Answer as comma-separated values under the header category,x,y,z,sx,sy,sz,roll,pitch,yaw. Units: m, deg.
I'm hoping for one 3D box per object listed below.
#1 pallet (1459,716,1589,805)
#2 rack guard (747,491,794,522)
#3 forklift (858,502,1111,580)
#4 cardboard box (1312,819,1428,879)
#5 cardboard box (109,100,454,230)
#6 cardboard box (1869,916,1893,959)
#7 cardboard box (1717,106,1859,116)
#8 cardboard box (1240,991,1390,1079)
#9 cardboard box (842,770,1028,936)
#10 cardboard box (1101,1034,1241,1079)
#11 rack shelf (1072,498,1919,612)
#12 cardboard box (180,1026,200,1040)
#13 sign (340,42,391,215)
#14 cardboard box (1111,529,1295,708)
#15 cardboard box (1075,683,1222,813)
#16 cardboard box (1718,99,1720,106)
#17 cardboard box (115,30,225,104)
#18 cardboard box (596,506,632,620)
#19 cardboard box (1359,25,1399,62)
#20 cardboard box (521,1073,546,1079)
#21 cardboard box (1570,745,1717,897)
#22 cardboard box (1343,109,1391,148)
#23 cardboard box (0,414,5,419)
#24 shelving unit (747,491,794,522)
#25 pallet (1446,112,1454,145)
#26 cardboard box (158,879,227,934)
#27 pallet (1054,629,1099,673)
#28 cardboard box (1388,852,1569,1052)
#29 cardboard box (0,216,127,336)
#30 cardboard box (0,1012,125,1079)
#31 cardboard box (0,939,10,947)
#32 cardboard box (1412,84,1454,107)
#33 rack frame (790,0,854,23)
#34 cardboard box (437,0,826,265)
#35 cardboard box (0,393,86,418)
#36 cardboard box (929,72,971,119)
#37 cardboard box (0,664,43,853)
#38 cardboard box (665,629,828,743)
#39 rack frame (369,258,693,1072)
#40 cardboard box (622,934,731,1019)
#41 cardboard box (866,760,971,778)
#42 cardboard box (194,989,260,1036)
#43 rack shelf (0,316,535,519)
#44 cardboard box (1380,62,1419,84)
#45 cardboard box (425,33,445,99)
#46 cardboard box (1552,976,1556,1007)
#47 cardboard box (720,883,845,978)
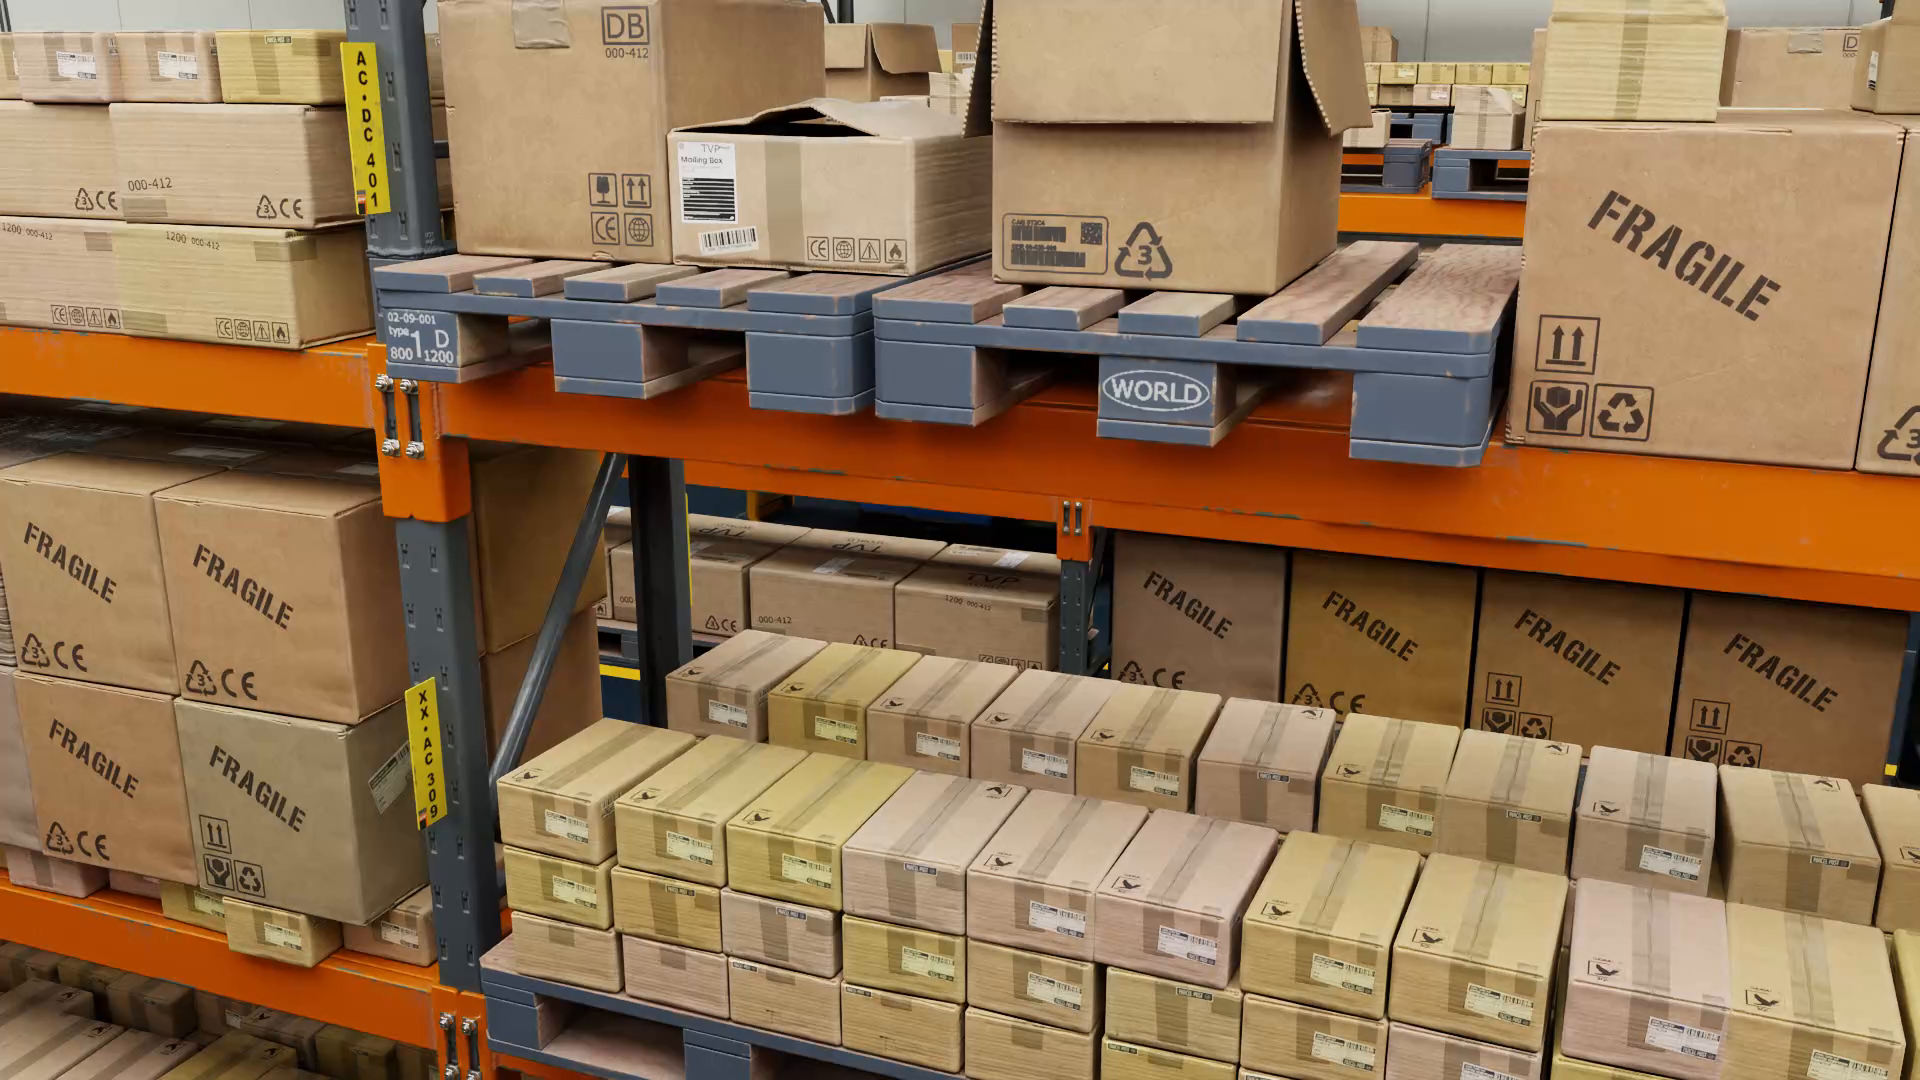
category,x,y,z,sx,sy,sz,roll,pitch,yaw
pallet,2.635,0.970,8.455,1.213,0.211,1.003,6,17,21
rack guard,-1.458,-0.316,12.814,0.087,0.250,0.587,7,18,24
forklift,0.834,-1.285,11.342,3.031,2.935,1.130,7,18,24
cardboard box,0.923,0.667,3.661,0.250,0.149,0.380,7,18,23
cardboard box,-1.494,-0.849,3.710,0.500,0.250,0.500,5,17,18
cardboard box,1.871,0.771,3.301,0.250,0.149,0.380,6,17,19
cardboard box,1.381,-0.565,3.180,0.500,0.500,0.500,6,17,21
cardboard box,0.682,0.836,3.077,0.250,0.149,0.380,6,17,20
cardboard box,-0.043,0.614,3.310,0.250,0.149,0.380,6,17,20
cardboard box,0.443,0.952,3.213,0.250,0.149,0.380,6,17,20
rack shelf,2.611,-0.003,8.095,4.000,0.370,1.077,6,17,21
cardboard box,-2.408,1.522,5.376,0.250,0.149,0.380,6,17,20
sign,-1.163,-0.806,3.264,0.005,0.325,0.100,6,17,21
cardboard box,1.357,0.308,8.790,0.875,0.875,0.875,7,18,22
cardboard box,0.435,0.472,3.799,0.250,0.149,0.380,6,17,19
cardboard box,3.062,-1.772,7.004,0.258,0.266,0.396,6,17,19
cardboard box,-1.613,-1.045,3.669,0.250,0.149,0.380,7,18,22
cardboard box,-2.319,0.108,10.264,0.875,0.438,0.875,6,17,19
cardboard box,3.137,-3.720,12.470,0.258,0.266,0.396,6,17,21
cardboard box,-1.216,1.534,4.804,0.250,0.149,0.380,7,18,23
cardboard box,1.415,0.578,3.431,0.250,0.149,0.380,7,18,23
cardboard box,1.800,-1.863,7.496,0.250,0.166,0.380,5,17,17
cardboard box,-2.949,-0.064,4.509,0.500,0.500,0.500,6,17,19
shelving unit,-1.005,-0.858,12.440,1.083,1.500,0.587,7,18,24
pallet,4.116,-3.001,12.088,1.003,0.211,1.213,6,17,21
cardboard box,-1.829,0.852,4.309,0.250,0.149,0.380,7,18,23
pallet,0.072,0.688,9.426,1.213,0.211,1.003,6,17,21
cardboard box,0.923,0.719,2.946,0.250,0.149,0.380,7,18,23
cardboard box,-1.987,-0.662,3.962,0.500,0.250,0.500,6,17,20
cardboard box,-2.638,1.539,4.784,0.250,0.149,0.380,6,17,19
cardboard box,-3.119,1.292,5.636,0.250,0.149,0.380,7,18,23
cardboard box,3.404,-3.193,11.929,0.250,0.149,0.380,7,17,21
rack frame,-1.152,-5.131,13.708,0.127,3.000,1.000,6,17,21
cardboard box,-0.659,-0.882,3.519,0.500,0.500,0.700,6,17,21
cardboard box,-2.724,-0.201,4.980,0.500,0.500,0.500,6,17,19
cardboard box,0.039,-2.161,8.166,0.258,0.266,0.396,7,18,22
cardboard box,-2.470,0.469,4.464,0.500,0.500,0.500,6,17,20
cardboard box,-0.526,0.365,4.168,0.250,0.149,0.380,7,18,23
rack frame,-0.971,0.741,4.241,0.127,3.000,1.000,6,17,21
cardboard box,-0.514,0.846,3.576,0.250,0.149,0.380,7,17,22
cardboard box,-0.054,0.559,4.031,0.250,0.149,0.380,7,18,23
cardboard box,-2.161,1.409,5.233,0.250,0.149,0.380,7,17,22
rack shelf,-2.832,-0.559,4.628,4.000,0.370,1.077,6,17,21
cardboard box,3.180,-3.363,11.983,0.250,0.149,0.380,6,17,20
cardboard box,-1.153,-1.152,4.038,0.250,0.149,0.380,6,17,20
cardboard box,1.173,0.836,3.612,0.250,0.149,0.380,7,17,21
cardboard box,-0.292,0.729,3.446,0.250,0.149,0.380,7,17,22
